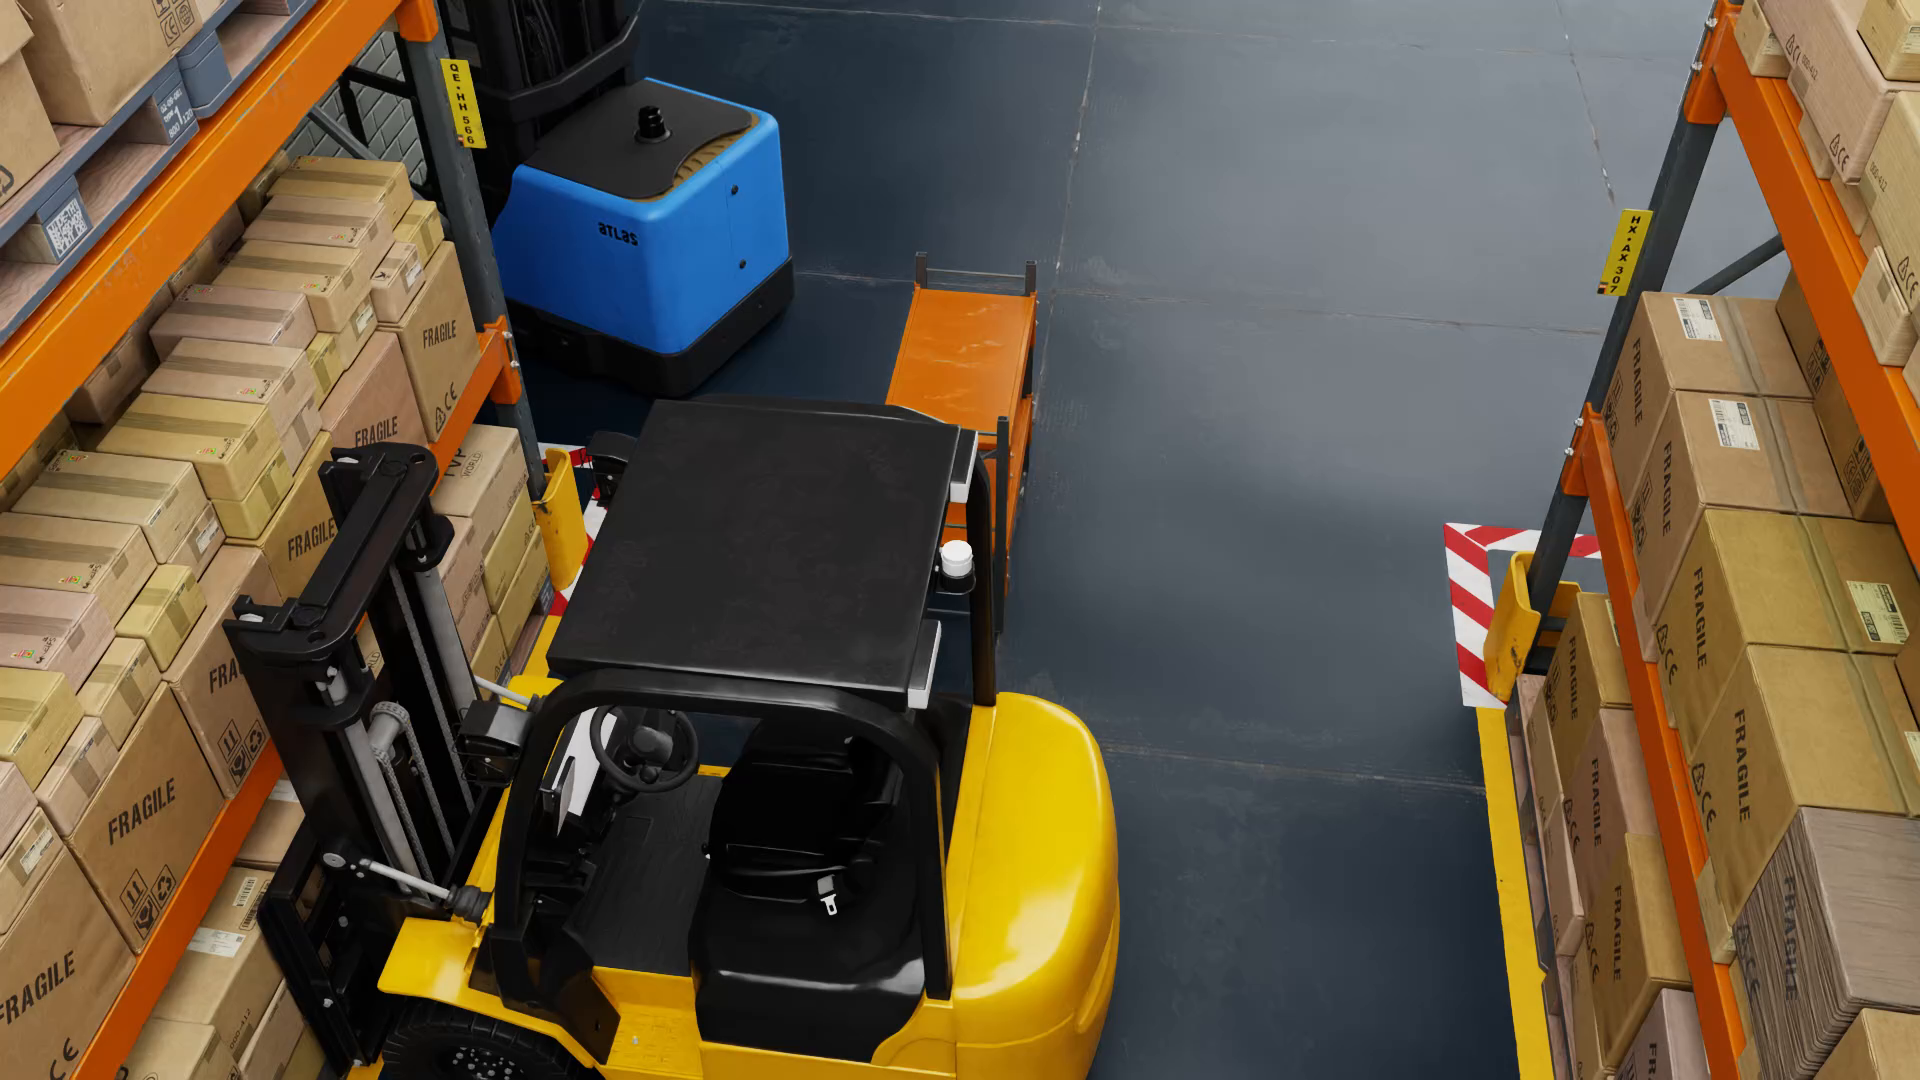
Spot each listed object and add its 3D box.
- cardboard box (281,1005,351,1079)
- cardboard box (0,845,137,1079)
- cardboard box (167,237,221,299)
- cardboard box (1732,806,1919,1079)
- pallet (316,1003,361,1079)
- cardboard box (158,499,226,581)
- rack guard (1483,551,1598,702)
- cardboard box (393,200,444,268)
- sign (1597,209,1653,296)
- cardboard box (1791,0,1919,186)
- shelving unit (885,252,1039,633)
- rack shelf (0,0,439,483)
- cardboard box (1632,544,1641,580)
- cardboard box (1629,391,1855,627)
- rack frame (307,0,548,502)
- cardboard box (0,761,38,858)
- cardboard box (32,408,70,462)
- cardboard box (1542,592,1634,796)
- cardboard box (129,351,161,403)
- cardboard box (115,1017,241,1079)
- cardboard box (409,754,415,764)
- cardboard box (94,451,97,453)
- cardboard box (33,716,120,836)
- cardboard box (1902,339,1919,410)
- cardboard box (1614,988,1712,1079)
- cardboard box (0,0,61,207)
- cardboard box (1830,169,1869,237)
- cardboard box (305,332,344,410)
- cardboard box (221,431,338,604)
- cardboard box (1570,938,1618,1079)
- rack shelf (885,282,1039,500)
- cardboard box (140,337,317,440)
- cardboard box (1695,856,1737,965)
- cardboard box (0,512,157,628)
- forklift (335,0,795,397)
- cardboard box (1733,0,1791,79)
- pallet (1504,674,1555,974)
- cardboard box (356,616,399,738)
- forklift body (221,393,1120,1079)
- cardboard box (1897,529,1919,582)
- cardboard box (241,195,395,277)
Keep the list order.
[{"bbox_3d":[-2.244,1.553,5.122,0.500,0.250,0.500,6,44,6],"label":"cardboard box"},{"bbox_3d":[-2.370,1.034,3.903,0.500,0.500,0.500,6,44,6],"label":"cardboard box"},{"bbox_3d":[-2.556,-0.834,5.188,0.380,0.149,0.250,6,44,6],"label":"cardboard box"},{"bbox_3d":[2.118,0.979,3.745,0.500,0.500,0.500,6,44,7],"label":"cardboard box"},{"bbox_3d":[-2.435,1.346,5.675,1.003,0.211,1.213,5,44,6],"label":"pallet"},{"bbox_3d":[-2.247,0.008,4.515,0.380,0.149,0.250,5,44,5],"label":"cardboard box"},{"bbox_3d":[2.699,0.388,6.477,1.175,0.500,0.348,5,44,6],"label":"rack guard"},{"bbox_3d":[-1.979,-1.030,5.612,0.380,0.149,0.250,6,44,6],"label":"cardboard box"},{"bbox_3d":[2.172,-0.935,5.426,0.100,0.325,0.005,5,44,6],"label":"sign"},{"bbox_3d":[2.303,-1.054,3.892,0.500,0.250,0.500,5,44,5],"label":"cardboard box"},{"bbox_3d":[-0.001,-0.404,6.858,0.538,1.125,1.048,5,44,6],"label":"shelving unit"},{"bbox_3d":[-2.476,-0.485,3.922,1.077,0.370,4.000,5,44,6],"label":"rack shelf"},{"bbox_3d":[2.325,0.079,5.168,0.380,0.149,0.250,4,44,4],"label":"cardboard box"},{"bbox_3d":[2.306,-0.065,4.848,0.500,0.500,0.500,6,44,7],"label":"cardboard box"},{"bbox_3d":[-2.211,-1.020,6.146,1.000,3.000,0.127,5,44,6],"label":"rack frame"},{"bbox_3d":[-2.298,0.608,3.665,0.380,0.149,0.250,6,44,6],"label":"cardboard box"},{"bbox_3d":[-2.746,-0.315,4.640,0.380,0.149,0.250,4,44,5],"label":"cardboard box"},{"bbox_3d":[2.326,0.543,5.644,0.500,0.500,0.500,4,44,4],"label":"cardboard box"},{"bbox_3d":[-2.618,-0.561,5.117,0.380,0.149,0.250,4,44,4],"label":"cardboard box"},{"bbox_3d":[-2.287,1.540,4.409,0.500,0.250,0.500,5,44,6],"label":"cardboard box"},{"bbox_3d":[-2.090,0.699,5.661,0.500,0.250,0.500,4,44,5],"label":"cardboard box"},{"bbox_3d":[-2.661,-0.044,5.042,0.500,0.500,0.500,5,44,5],"label":"cardboard box"},{"bbox_3d":[-2.255,0.544,3.949,0.380,0.149,0.250,5,44,5],"label":"cardboard box"},{"bbox_3d":[2.182,-0.309,3.396,0.380,0.149,0.250,4,44,4],"label":"cardboard box"},{"bbox_3d":[2.125,1.606,4.521,0.500,0.500,0.500,7,44,8],"label":"cardboard box"},{"bbox_3d":[-2.378,-0.928,3.413,0.797,0.503,0.637,7,44,7],"label":"cardboard box"},{"bbox_3d":[2.320,-0.838,3.954,0.380,0.149,0.250,5,44,5],"label":"cardboard box"},{"bbox_3d":[-2.123,-0.514,5.067,0.380,0.149,0.250,5,44,5],"label":"cardboard box"},{"bbox_3d":[-2.161,0.005,4.991,0.500,0.500,0.500,4,44,5],"label":"cardboard box"},{"bbox_3d":[2.194,1.519,5.158,0.500,0.250,0.500,8,44,8],"label":"cardboard box"},{"bbox_3d":[-0.001,-0.616,6.657,0.538,0.278,1.000,5,44,6],"label":"rack shelf"},{"bbox_3d":[-2.090,-0.435,4.767,0.380,0.149,0.250,6,44,7],"label":"cardboard box"},{"bbox_3d":[2.114,0.956,4.242,0.380,0.149,0.250,6,44,6],"label":"cardboard box"},{"bbox_3d":[-2.297,0.079,4.224,0.380,0.149,0.250,5,44,6],"label":"cardboard box"},{"bbox_3d":[-2.376,-2.488,7.746,3.031,2.935,1.130,21,47,21],"label":"forklift"},{"bbox_3d":[2.344,-1.373,4.520,0.380,0.149,0.250,5,44,6],"label":"cardboard box"},{"bbox_3d":[2.557,1.043,5.995,1.003,0.211,1.213,5,44,6],"label":"pallet"},{"bbox_3d":[-2.081,0.498,5.509,0.500,0.250,0.500,6,44,6],"label":"cardboard box"},{"bbox_3d":[-0.654,0.746,4.898,2.313,2.155,1.214,5,44,6],"label":"forklift body"},{"bbox_3d":[2.818,-0.010,4.062,0.700,0.500,0.500,5,44,5],"label":"cardboard box"},{"bbox_3d":[-2.052,-0.966,5.328,0.380,0.149,0.250,5,44,6],"label":"cardboard box"}]
